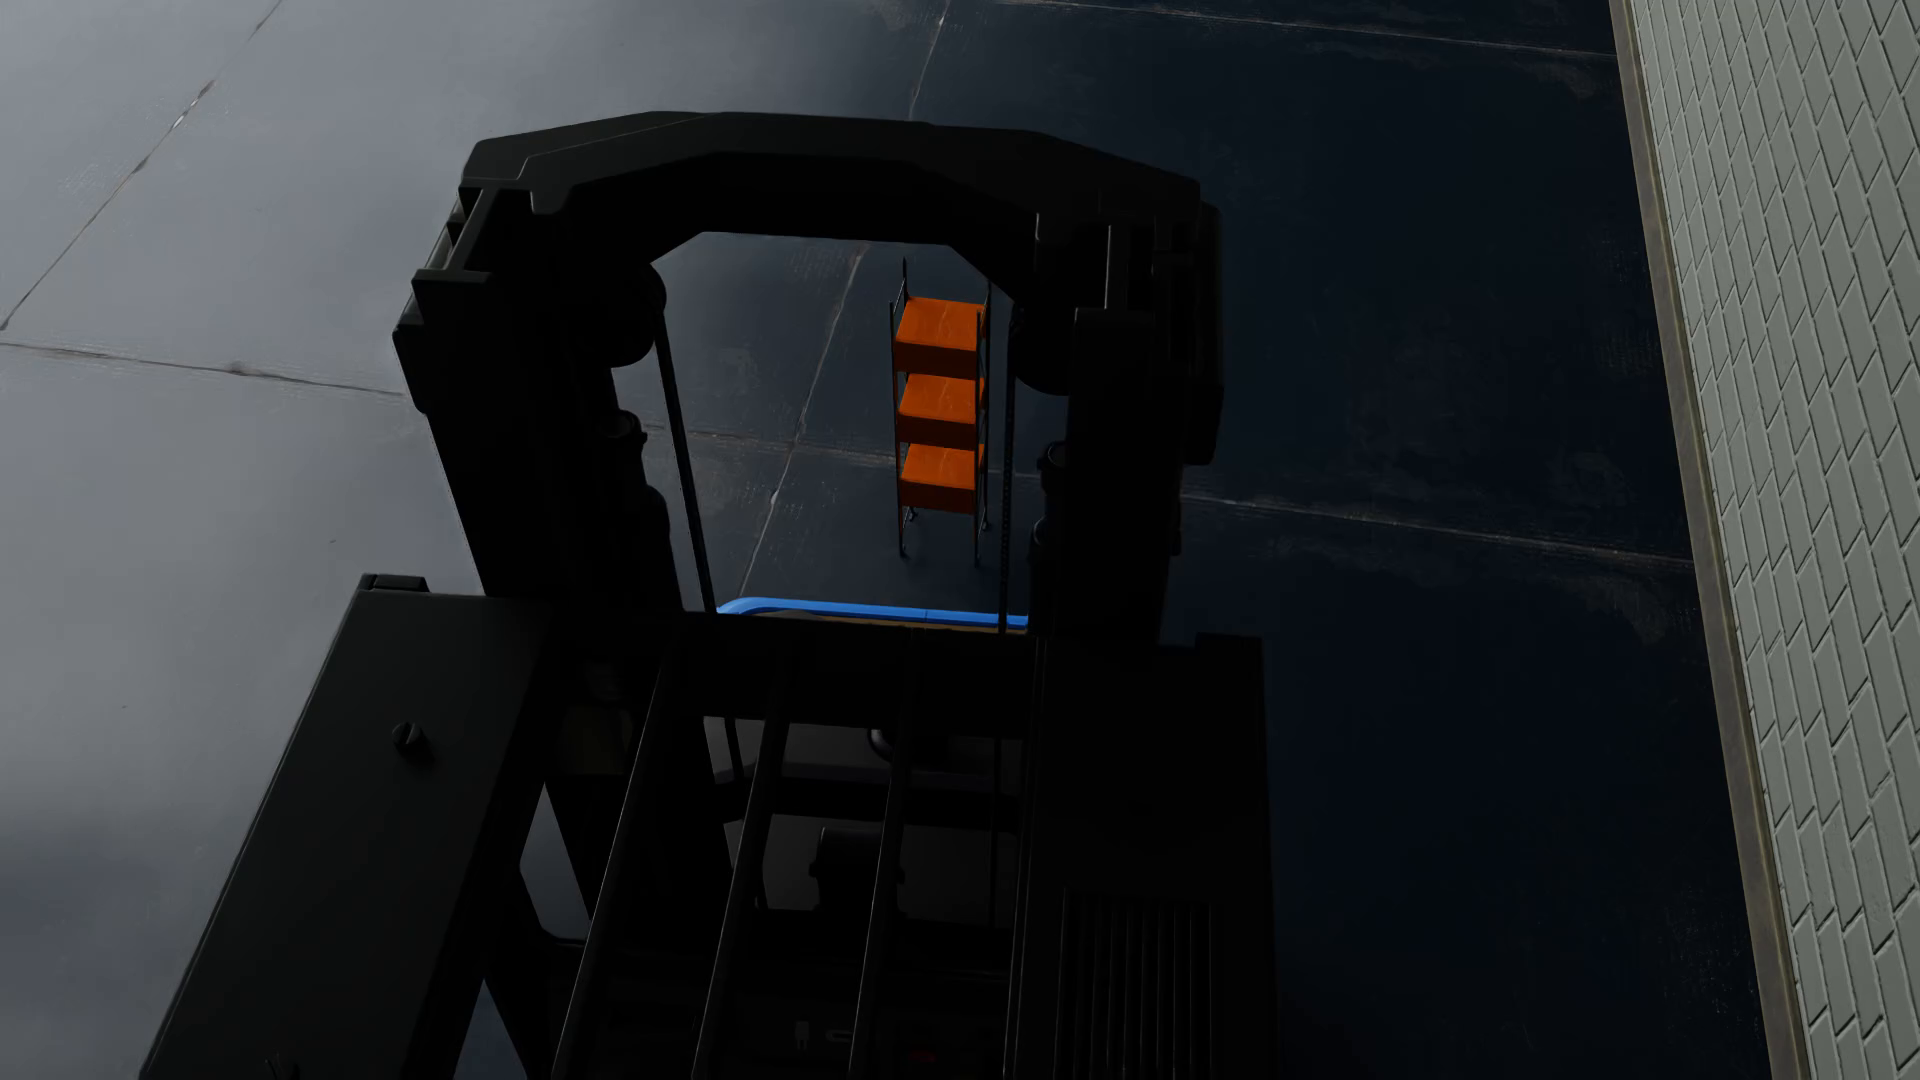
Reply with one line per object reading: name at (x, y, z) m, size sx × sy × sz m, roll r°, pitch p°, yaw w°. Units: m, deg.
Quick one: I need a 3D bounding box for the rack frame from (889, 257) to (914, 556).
rack frame at (-0.173, -0.374, 5.018) m, size 0.008 × 1.050 × 0.200 m, roll 8°, pitch 49°, yaw 7°

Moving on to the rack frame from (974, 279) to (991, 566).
rack frame at (0.067, -0.342, 4.989) m, size 0.008 × 1.050 × 0.200 m, roll 8°, pitch 49°, yaw 7°

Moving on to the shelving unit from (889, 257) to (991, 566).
shelving unit at (-0.053, -0.358, 5.004) m, size 0.252 × 1.050 × 0.215 m, roll 8°, pitch 49°, yaw 7°

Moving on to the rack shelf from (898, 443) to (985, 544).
rack shelf at (-0.053, -0.165, 5.218) m, size 0.240 × 0.259 × 0.215 m, roll 8°, pitch 49°, yaw 7°

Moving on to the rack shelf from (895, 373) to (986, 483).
rack shelf at (-0.053, -0.351, 5.011) m, size 0.240 × 0.259 × 0.215 m, roll 8°, pitch 49°, yaw 7°

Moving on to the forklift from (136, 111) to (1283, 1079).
forklift at (-0.212, 0.989, 2.528) m, size 1.130 × 2.935 × 3.031 m, roll 4°, pitch 48°, yaw 4°

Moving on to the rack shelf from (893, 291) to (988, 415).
rack shelf at (-0.053, -0.541, 4.800) m, size 0.240 × 0.259 × 0.215 m, roll 8°, pitch 49°, yaw 7°
